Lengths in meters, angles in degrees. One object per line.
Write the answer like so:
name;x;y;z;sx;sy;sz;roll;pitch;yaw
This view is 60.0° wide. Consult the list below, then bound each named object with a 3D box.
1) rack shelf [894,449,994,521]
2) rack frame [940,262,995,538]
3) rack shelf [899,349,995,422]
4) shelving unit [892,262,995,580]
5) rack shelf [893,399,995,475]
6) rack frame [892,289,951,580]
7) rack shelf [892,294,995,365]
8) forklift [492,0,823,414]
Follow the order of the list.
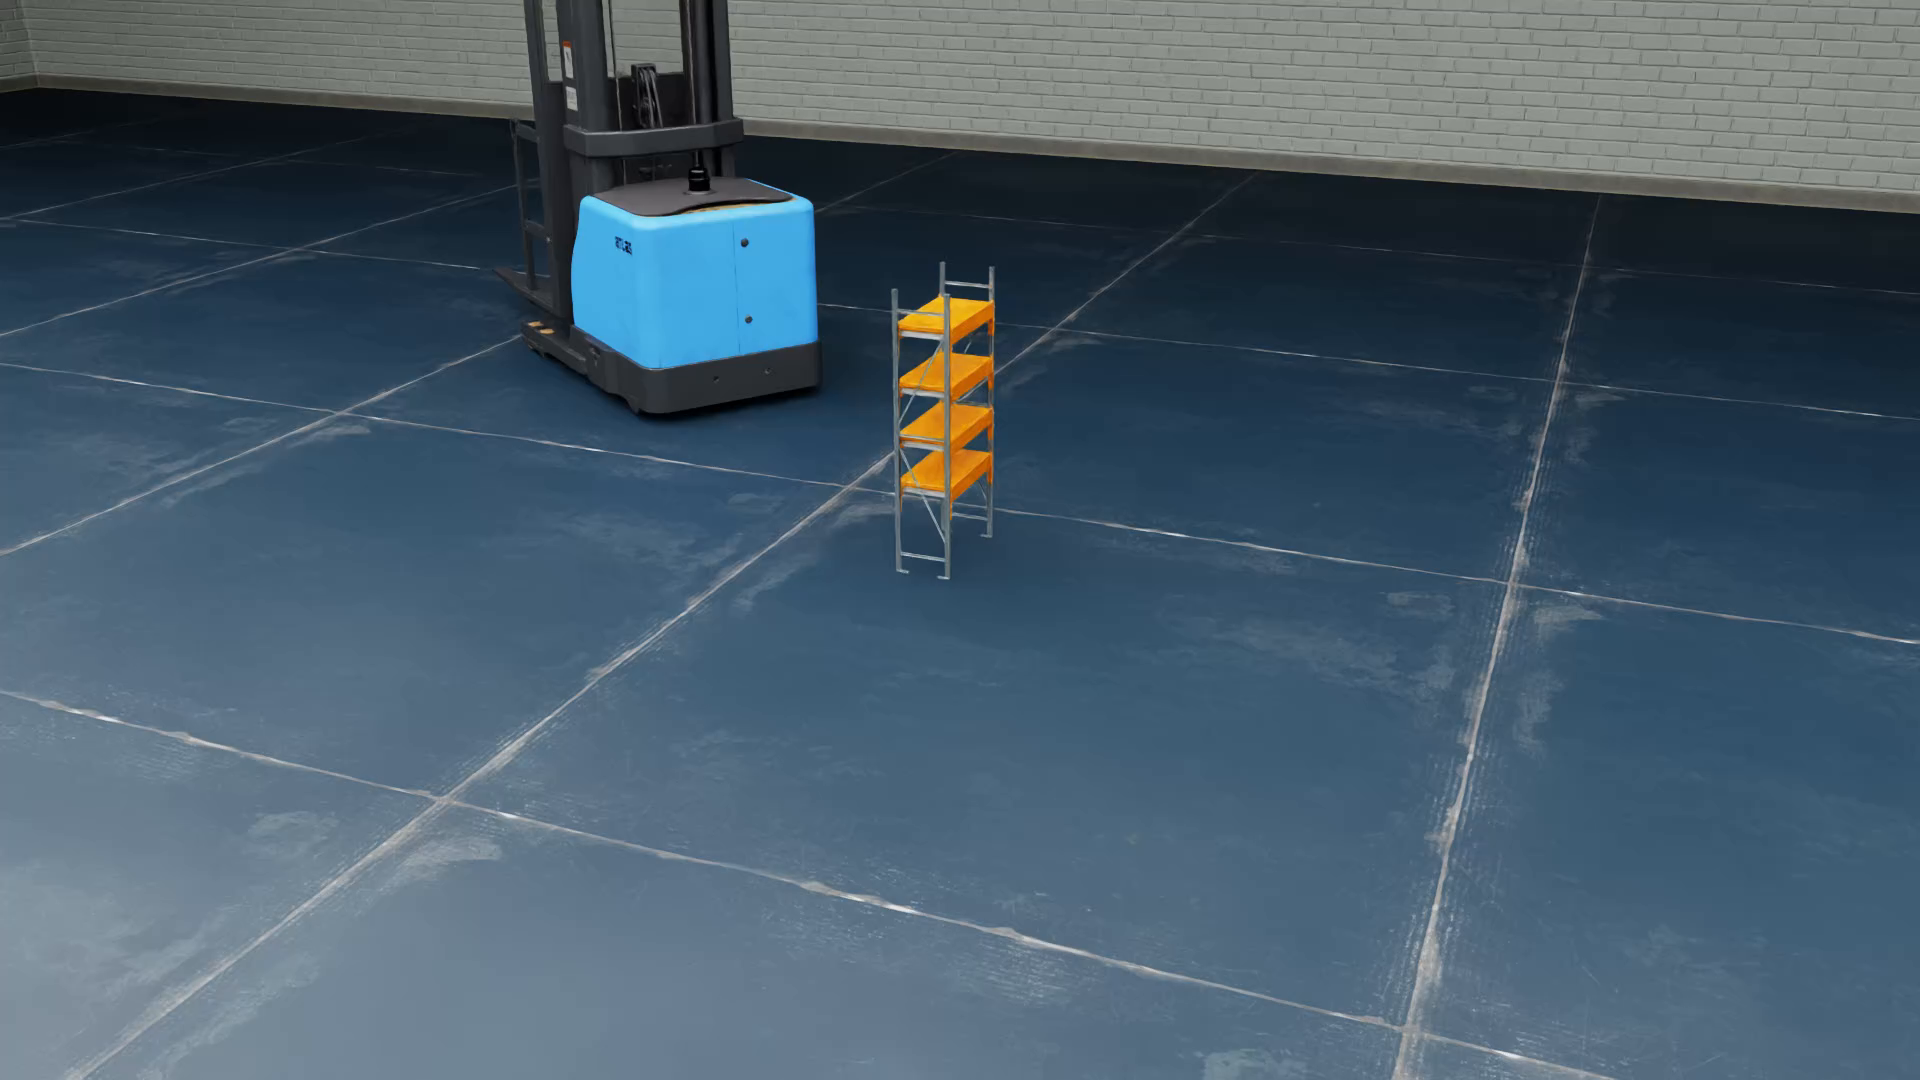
rack shelf;-0.061;-0.249;6.979;0.258;0.148;0.480;9;24;20
rack frame;0.029;-0.582;7.086;0.240;1.200;0.015;9;24;20
rack shelf;-0.061;-0.639;6.817;0.258;0.148;0.480;9;24;20
shelving unit;-0.061;-0.494;6.877;0.258;1.200;0.503;9;24;20
rack shelf;-0.061;-0.432;6.903;0.258;0.148;0.480;9;24;20
rack frame;-0.152;-0.407;6.668;0.240;1.200;0.015;9;24;20
rack shelf;-0.062;-0.857;6.725;0.258;0.148;0.480;9;24;20
forklift;-1.981;-2.525;9.492;1.130;2.935;3.031;-14;26;-30
